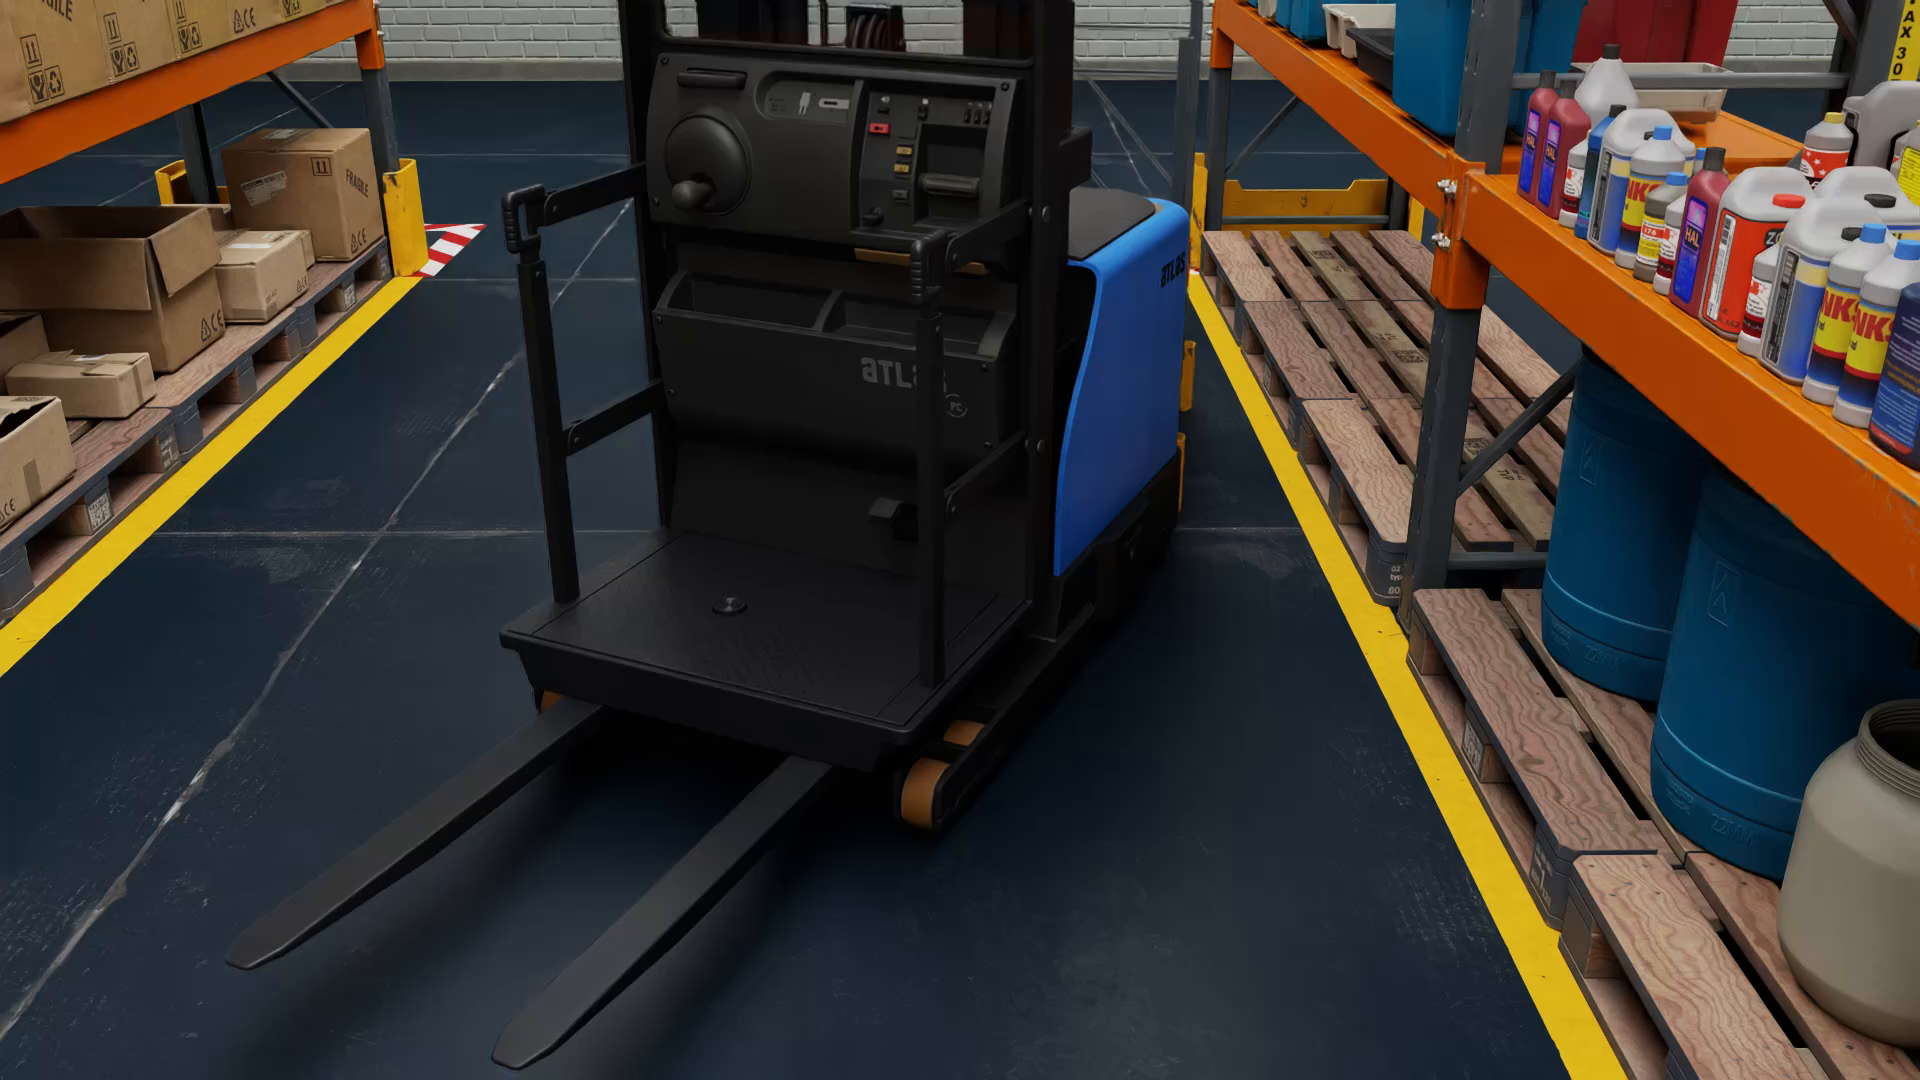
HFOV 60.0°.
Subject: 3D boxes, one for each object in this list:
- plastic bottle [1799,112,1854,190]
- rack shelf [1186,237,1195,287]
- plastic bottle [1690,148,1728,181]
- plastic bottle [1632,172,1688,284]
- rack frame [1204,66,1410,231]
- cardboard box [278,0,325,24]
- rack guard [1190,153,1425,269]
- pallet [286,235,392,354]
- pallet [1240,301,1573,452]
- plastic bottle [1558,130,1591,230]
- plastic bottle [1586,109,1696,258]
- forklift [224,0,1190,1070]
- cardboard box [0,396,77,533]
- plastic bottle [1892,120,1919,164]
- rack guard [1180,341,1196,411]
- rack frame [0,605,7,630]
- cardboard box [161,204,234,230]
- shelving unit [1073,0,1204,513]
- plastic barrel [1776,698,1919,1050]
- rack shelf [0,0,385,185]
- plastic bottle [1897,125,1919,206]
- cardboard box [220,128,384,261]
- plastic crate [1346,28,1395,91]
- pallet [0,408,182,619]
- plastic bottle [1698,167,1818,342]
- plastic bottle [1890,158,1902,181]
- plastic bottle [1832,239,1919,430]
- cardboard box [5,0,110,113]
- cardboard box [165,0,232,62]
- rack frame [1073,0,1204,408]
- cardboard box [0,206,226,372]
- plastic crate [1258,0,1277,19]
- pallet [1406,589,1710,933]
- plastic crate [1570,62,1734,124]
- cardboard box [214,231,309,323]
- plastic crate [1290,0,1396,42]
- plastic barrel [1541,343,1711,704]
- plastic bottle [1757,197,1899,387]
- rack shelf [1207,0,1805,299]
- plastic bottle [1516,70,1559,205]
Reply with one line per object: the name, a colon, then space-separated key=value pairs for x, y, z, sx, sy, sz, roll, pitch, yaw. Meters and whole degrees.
plastic bottle: x=1.952 y=-0.860 z=3.752 sx=0.097 sy=0.201 sz=0.097 roll=0 pitch=24 yaw=0
rack shelf: x=0.517 y=-0.841 z=5.727 sx=0.538 sy=0.185 sz=1.000 roll=4 pitch=25 yaw=8
plastic bottle: x=1.501 y=-0.694 z=3.385 sx=0.097 sy=0.201 sz=0.097 roll=0 pitch=24 yaw=0
plastic bottle: x=1.352 y=-0.598 z=3.173 sx=0.097 sy=0.201 sz=0.097 roll=0 pitch=24 yaw=0
rack frame: x=1.705 y=-2.768 z=7.730 sx=1.000 sy=3.000 sz=0.127 roll=0 pitch=24 yaw=-1
cardboard box: x=-2.962 y=-2.395 z=6.785 sx=0.500 sy=0.500 sz=0.500 roll=0 pitch=24 yaw=0
rack guard: x=1.692 y=-1.639 z=8.266 sx=1.175 sy=0.500 sz=0.348 roll=0 pitch=24 yaw=-1
pallet: x=-3.238 y=-1.116 z=7.463 sx=1.003 sy=0.211 sz=1.213 roll=0 pitch=24 yaw=-1
pallet: x=1.686 y=-0.656 z=6.444 sx=1.003 sy=0.211 sz=1.213 roll=0 pitch=24 yaw=-1
plastic bottle: x=1.347 y=-0.773 z=3.561 sx=0.097 sy=0.201 sz=0.097 roll=0 pitch=24 yaw=0
plastic bottle: x=1.377 y=-0.720 z=3.352 sx=0.152 sy=0.276 sz=0.135 roll=0 pitch=24 yaw=-1
forklift: x=-0.399 y=-0.876 z=3.631 sx=1.130 sy=2.935 sz=3.031 roll=11 pitch=27 yaw=23
cardboard box: x=-2.993 y=-0.248 z=4.887 sx=0.500 sy=0.311 sz=0.500 roll=0 pitch=24 yaw=-1
plastic bottle: x=2.105 y=-0.820 z=3.665 sx=0.097 sy=0.201 sz=0.097 roll=0 pitch=24 yaw=0
rack guard: x=0.599 y=-0.642 z=6.366 sx=0.587 sy=0.250 sz=0.087 roll=4 pitch=25 yaw=8
rack frame: x=-3.205 y=-1.099 z=4.039 sx=1.000 sy=3.000 sz=0.127 roll=0 pitch=24 yaw=-1
cardboard box: x=-3.587 y=-1.474 z=7.796 sx=0.380 sy=0.149 sz=0.250 roll=0 pitch=24 yaw=-1
shelving unit: x=0.519 y=-1.009 z=5.661 sx=0.587 sy=1.500 sz=1.083 roll=4 pitch=25 yaw=8
plastic barrel: x=1.662 y=0.572 z=2.855 sx=0.421 sy=0.512 sz=0.421 roll=0 pitch=24 yaw=0
rack shelf: x=-3.226 y=-1.595 z=6.010 sx=1.077 sy=0.370 sz=4.000 roll=0 pitch=24 yaw=-1
plastic bottle: x=1.942 y=-0.719 z=3.260 sx=0.144 sy=0.351 sz=0.185 roll=0 pitch=24 yaw=-1
cardboard box: x=-2.996 y=-1.586 z=7.615 sx=0.500 sy=0.500 sz=0.500 roll=0 pitch=24 yaw=-1
plastic crate: x=1.468 y=-1.481 z=5.147 sx=0.437 sy=0.125 sz=0.590 roll=0 pitch=24 yaw=-1
pallet: x=-3.211 y=-0.111 z=5.240 sx=1.003 sy=0.211 sz=1.213 roll=0 pitch=24 yaw=-1
plastic bottle: x=1.383 y=-0.489 z=2.842 sx=0.152 sy=0.276 sz=0.135 roll=0 pitch=24 yaw=-1
plastic bottle: x=1.956 y=-0.709 z=3.419 sx=0.097 sy=0.201 sz=0.097 roll=0 pitch=24 yaw=0
plastic bottle: x=1.360 y=-0.303 z=2.437 sx=0.097 sy=0.271 sz=0.097 roll=0 pitch=24 yaw=0
cardboard box: x=-2.946 y=-1.566 z=4.952 sx=0.500 sy=0.500 sz=0.500 roll=0 pitch=24 yaw=0
cardboard box: x=-2.957 y=-1.982 z=5.871 sx=0.500 sy=0.500 sz=0.500 roll=-1 pitch=24 yaw=-1
rack frame: x=0.599 y=-1.212 z=6.110 sx=0.500 sy=1.500 sz=0.032 roll=4 pitch=25 yaw=8
cardboard box: x=-3.230 y=-0.936 z=6.175 sx=0.797 sy=0.503 sz=0.637 roll=0 pitch=24 yaw=-1
plastic crate: x=1.307 y=-2.160 z=6.632 sx=0.250 sy=0.136 sz=0.298 roll=0 pitch=24 yaw=-1
pallet: x=1.715 y=0.469 z=3.956 sx=1.003 sy=0.211 sz=1.213 roll=0 pitch=24 yaw=-1
plastic crate: x=1.886 y=-1.219 z=4.553 sx=0.396 sy=0.136 sz=0.243 roll=0 pitch=24 yaw=-1
cardboard box: x=-3.016 y=-1.080 z=6.801 sx=0.500 sy=0.250 sz=0.500 roll=0 pitch=24 yaw=-1
plastic crate: x=1.396 y=-1.949 z=6.050 sx=0.416 sy=0.233 sz=0.300 roll=0 pitch=24 yaw=-1
plastic barrel: x=1.737 y=-0.130 z=3.935 sx=0.600 sy=0.901 sz=0.708 roll=0 pitch=24 yaw=-1
plastic bottle: x=1.385 y=-0.393 z=2.630 sx=0.152 sy=0.276 sz=0.135 roll=0 pitch=24 yaw=-1
rack shelf: x=1.727 y=-1.616 z=6.056 sx=1.077 sy=0.370 sz=4.000 roll=0 pitch=24 yaw=-1
plastic bottle: x=1.326 y=-0.913 z=3.771 sx=0.061 sy=0.283 sz=0.133 roll=0 pitch=24 yaw=-1
